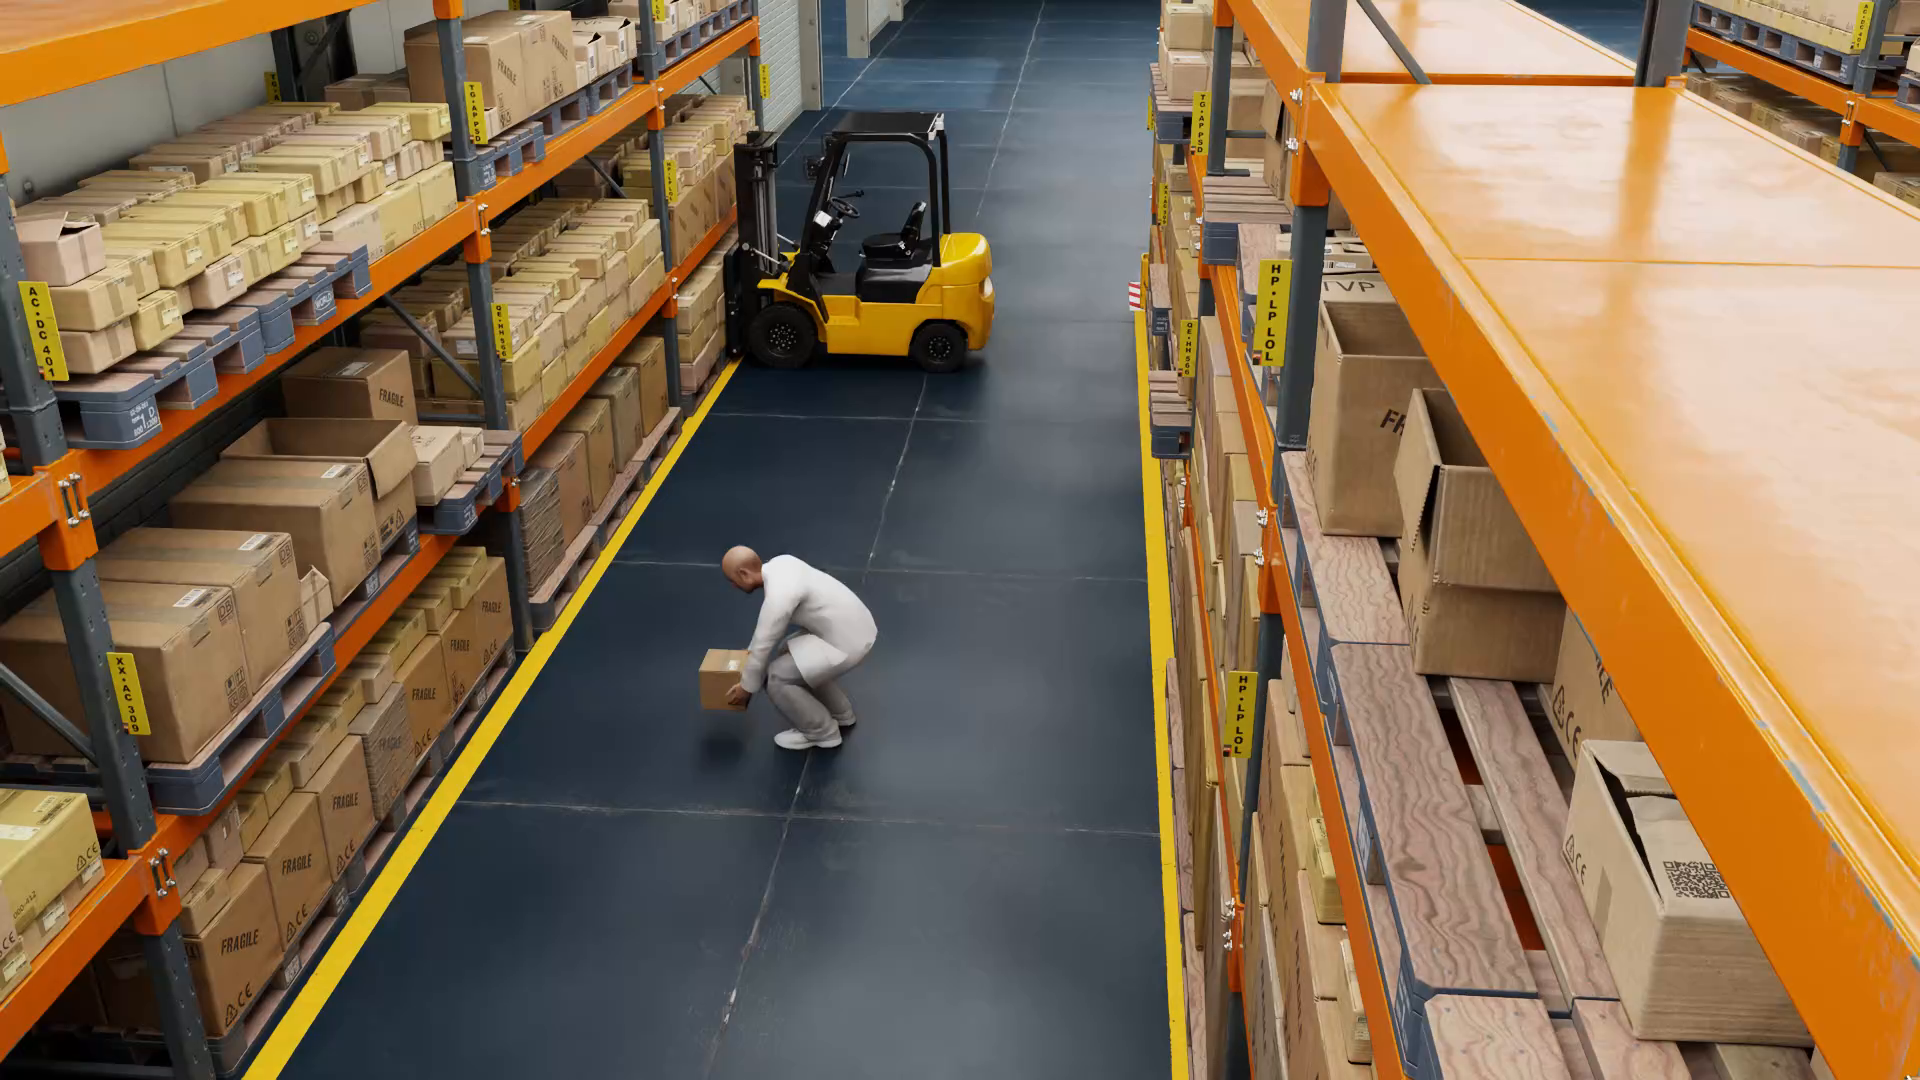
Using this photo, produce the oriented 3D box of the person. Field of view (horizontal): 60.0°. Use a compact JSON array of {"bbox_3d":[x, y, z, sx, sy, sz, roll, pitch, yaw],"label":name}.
[{"bbox_3d":[-0.873,0.566,9.106,0.835,1.169,0.623,2,24,4],"label":"person"}]
